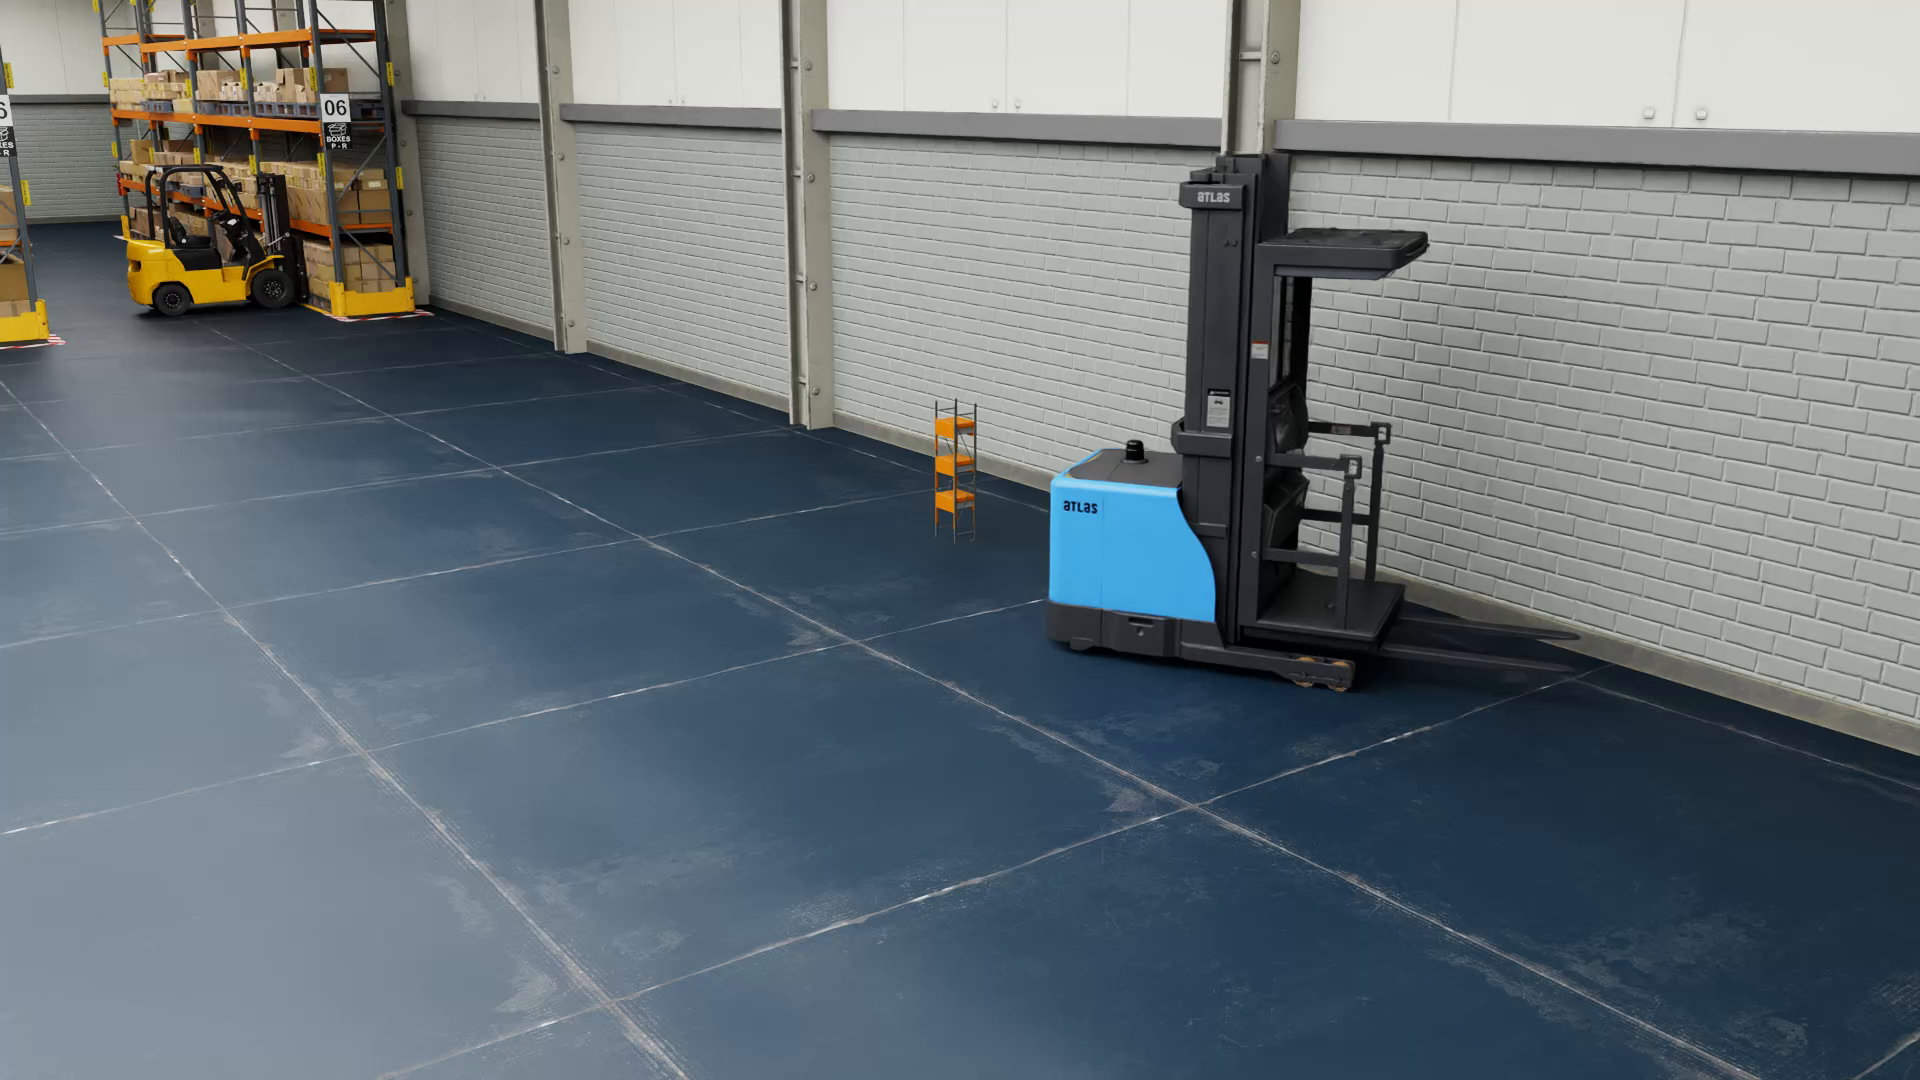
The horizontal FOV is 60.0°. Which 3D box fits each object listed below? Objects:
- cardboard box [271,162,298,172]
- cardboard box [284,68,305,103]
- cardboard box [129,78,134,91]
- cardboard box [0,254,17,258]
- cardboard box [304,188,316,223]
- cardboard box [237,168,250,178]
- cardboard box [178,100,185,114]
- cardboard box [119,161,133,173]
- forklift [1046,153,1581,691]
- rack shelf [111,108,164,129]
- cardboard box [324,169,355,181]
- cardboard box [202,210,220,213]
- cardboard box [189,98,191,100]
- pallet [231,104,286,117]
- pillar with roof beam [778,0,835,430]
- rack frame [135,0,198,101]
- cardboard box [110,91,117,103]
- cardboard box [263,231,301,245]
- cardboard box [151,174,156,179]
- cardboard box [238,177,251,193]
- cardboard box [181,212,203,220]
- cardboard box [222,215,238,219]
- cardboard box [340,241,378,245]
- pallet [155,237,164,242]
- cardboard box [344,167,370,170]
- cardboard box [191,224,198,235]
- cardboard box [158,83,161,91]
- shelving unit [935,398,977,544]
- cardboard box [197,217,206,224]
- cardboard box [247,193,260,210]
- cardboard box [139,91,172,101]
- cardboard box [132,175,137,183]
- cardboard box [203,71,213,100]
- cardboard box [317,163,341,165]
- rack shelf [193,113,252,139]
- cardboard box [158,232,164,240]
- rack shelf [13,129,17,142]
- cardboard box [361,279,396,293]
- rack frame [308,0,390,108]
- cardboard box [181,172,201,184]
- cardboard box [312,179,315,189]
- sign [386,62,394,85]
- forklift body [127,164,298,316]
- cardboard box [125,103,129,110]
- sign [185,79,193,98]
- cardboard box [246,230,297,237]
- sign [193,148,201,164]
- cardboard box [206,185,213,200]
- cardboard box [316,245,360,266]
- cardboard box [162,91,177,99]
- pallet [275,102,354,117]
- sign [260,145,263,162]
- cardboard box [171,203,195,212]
[{"bbox_3d":[-11.031,-6.094,27.176,0.380,0.149,0.250,-11,19,-34],"label":"cardboard box"},{"bbox_3d":[-9.847,-6.925,25.339,0.700,0.500,0.500,-11,19,-34],"label":"cardboard box"},{"bbox_3d":[-17.012,-9.497,34.683,0.500,0.250,0.500,-10,18,-34],"label":"cardboard box"},{"bbox_3d":[-13.745,-3.794,23.750,0.500,0.500,0.500,-10,18,-33],"label":"cardboard box"},{"bbox_3d":[-9.667,-5.113,25.385,0.500,0.500,0.500,-10,18,-33],"label":"cardboard box"},{"bbox_3d":[-12.130,-6.290,28.458,0.380,0.149,0.250,-12,19,-36],"label":"cardboard box"},{"bbox_3d":[-14.366,-8.150,31.273,0.500,0.250,0.500,-11,19,-34],"label":"cardboard box"},{"bbox_3d":[-18.227,-8.237,36.710,0.500,0.250,0.500,-11,19,-34],"label":"cardboard box"},{"bbox_3d":[2.093,-0.714,9.633,3.031,2.935,1.130,6,17,22],"label":"forklift"},{"bbox_3d":[-17.100,-8.977,35.375,1.077,0.370,4.000,-11,19,-35],"label":"rack shelf"},{"bbox_3d":[-9.249,-5.436,24.775,0.380,0.149,0.250,-11,19,-34],"label":"cardboard box"},{"bbox_3d":[-15.165,-6.620,33.794,0.380,0.149,0.250,-11,19,-34],"label":"cardboard box"},{"bbox_3d":[-14.112,-8.260,30.920,0.380,0.149,0.250,-11,19,-36],"label":"cardboard box"},{"bbox_3d":[-11.749,-7.283,28.184,0.805,0.209,1.217,-12,19,-37],"label":"pallet"},{"bbox_3d":[-4.975,-4.840,13.212,9.100,9.000,0.400,-11,19,-35],"label":"pillar with roof beam"},{"bbox_3d":[-15.924,-10.344,33.324,1.000,3.000,0.127,-11,19,-35],"label":"rack frame"},{"bbox_3d":[-18.236,-9.685,36.320,0.500,0.250,0.500,-11,19,-35],"label":"cardboard box"},{"bbox_3d":[-11.189,-4.949,27.494,0.500,0.250,0.500,-11,19,-35],"label":"cardboard box"},{"bbox_3d":[-16.421,-7.593,34.355,0.500,0.250,0.500,-10,18,-33],"label":"cardboard box"},{"bbox_3d":[-12.024,-6.085,28.463,0.500,0.250,0.500,-11,19,-36],"label":"cardboard box"},{"bbox_3d":[-15.371,-6.486,33.302,0.380,0.149,0.250,-11,19,-35],"label":"cardboard box"},{"bbox_3d":[-14.250,-6.288,32.580,0.380,0.149,0.250,-11,19,-36],"label":"cardboard box"},{"bbox_3d":[-9.294,-4.485,25.799,0.500,0.250,0.500,-11,19,-34],"label":"cardboard box"},{"bbox_3d":[-16.327,-6.252,35.020,1.003,0.211,1.213,-11,19,-35],"label":"pallet"},{"bbox_3d":[-9.186,-5.613,25.420,0.380,0.149,0.250,-10,18,-33],"label":"cardboard box"},{"bbox_3d":[-14.590,-5.870,32.281,0.500,0.500,0.500,-10,18,-32],"label":"cardboard box"},{"bbox_3d":[-15.290,-8.774,32.197,0.380,0.149,0.250,-11,19,-34],"label":"cardboard box"},{"bbox_3d":[-0.031,-0.518,12.479,0.215,1.050,0.252,-11,19,-35],"label":"shelving unit"},{"bbox_3d":[-14.490,-6.152,32.083,0.380,0.149,0.250,-10,18,-33],"label":"cardboard box"},{"bbox_3d":[-11.728,-5.737,28.139,0.500,0.250,0.500,-10,18,-33],"label":"cardboard box"},{"bbox_3d":[-16.410,-9.033,33.935,0.500,0.250,0.500,-11,19,-34],"label":"cardboard box"},{"bbox_3d":[-17.587,-7.788,35.824,0.380,0.149,0.250,-12,19,-36],"label":"cardboard box"},{"bbox_3d":[-12.966,-8.057,29.477,0.700,0.500,0.500,-11,19,-36],"label":"cardboard box"},{"bbox_3d":[-10.061,-5.947,26.641,0.380,0.149,0.250,-11,19,-35],"label":"cardboard box"},{"bbox_3d":[-12.396,-7.269,29.134,1.077,0.370,4.000,-11,19,-35],"label":"rack shelf"},{"bbox_3d":[-16.489,-6.351,34.705,0.380,0.149,0.250,-12,19,-36],"label":"cardboard box"},{"bbox_3d":[-14.057,-5.644,23.195,1.077,0.370,4.000,-11,19,-35],"label":"rack shelf"},{"bbox_3d":[-8.999,-3.900,25.555,0.500,0.250,0.500,-11,19,-34],"label":"cardboard box"},{"bbox_3d":[-8.868,-7.782,23.961,1.000,3.000,0.127,-11,19,-35],"label":"rack frame"},{"bbox_3d":[-14.454,-6.902,31.599,0.500,0.250,0.500,-12,19,-37],"label":"cardboard box"},{"bbox_3d":[-9.576,-5.395,25.186,0.380,0.149,0.250,-10,18,-34],"label":"cardboard box"},{"bbox_3d":[-8.416,-6.880,24.542,0.100,0.325,0.005,-11,19,-35],"label":"sign"},{"bbox_3d":[-11.459,-4.600,25.310,2.313,2.155,1.214,-11,19,-35],"label":"forklift body"},{"bbox_3d":[-17.454,-9.184,35.242,0.380,0.149,0.250,-11,19,-34],"label":"cardboard box"},{"bbox_3d":[-14.012,-8.209,30.225,0.100,0.325,0.005,-11,19,-35],"label":"sign"},{"bbox_3d":[-11.986,-5.076,29.143,0.875,0.625,0.625,-11,19,-35],"label":"cardboard box"},{"bbox_3d":[-14.005,-7.030,30.537,0.100,0.325,0.005,-11,19,-35],"label":"sign"},{"bbox_3d":[-13.509,-6.391,30.530,0.500,0.250,0.500,-11,19,-34],"label":"cardboard box"},{"bbox_3d":[-9.391,-4.297,25.111,0.500,0.250,0.500,-10,18,-33],"label":"cardboard box"},{"bbox_3d":[-15.145,-8.577,32.041,0.380,0.149,0.250,-10,18,-33],"label":"cardboard box"},{"bbox_3d":[-9.984,-6.708,25.888,1.003,0.211,1.213,-11,19,-35],"label":"pallet"},{"bbox_3d":[-13.125,-7.242,31.159,0.100,0.325,0.005,-11,19,-35],"label":"sign"},{"bbox_3d":[-15.737,-6.738,33.659,0.380,0.149,0.250,-12,19,-37],"label":"cardboard box"}]
